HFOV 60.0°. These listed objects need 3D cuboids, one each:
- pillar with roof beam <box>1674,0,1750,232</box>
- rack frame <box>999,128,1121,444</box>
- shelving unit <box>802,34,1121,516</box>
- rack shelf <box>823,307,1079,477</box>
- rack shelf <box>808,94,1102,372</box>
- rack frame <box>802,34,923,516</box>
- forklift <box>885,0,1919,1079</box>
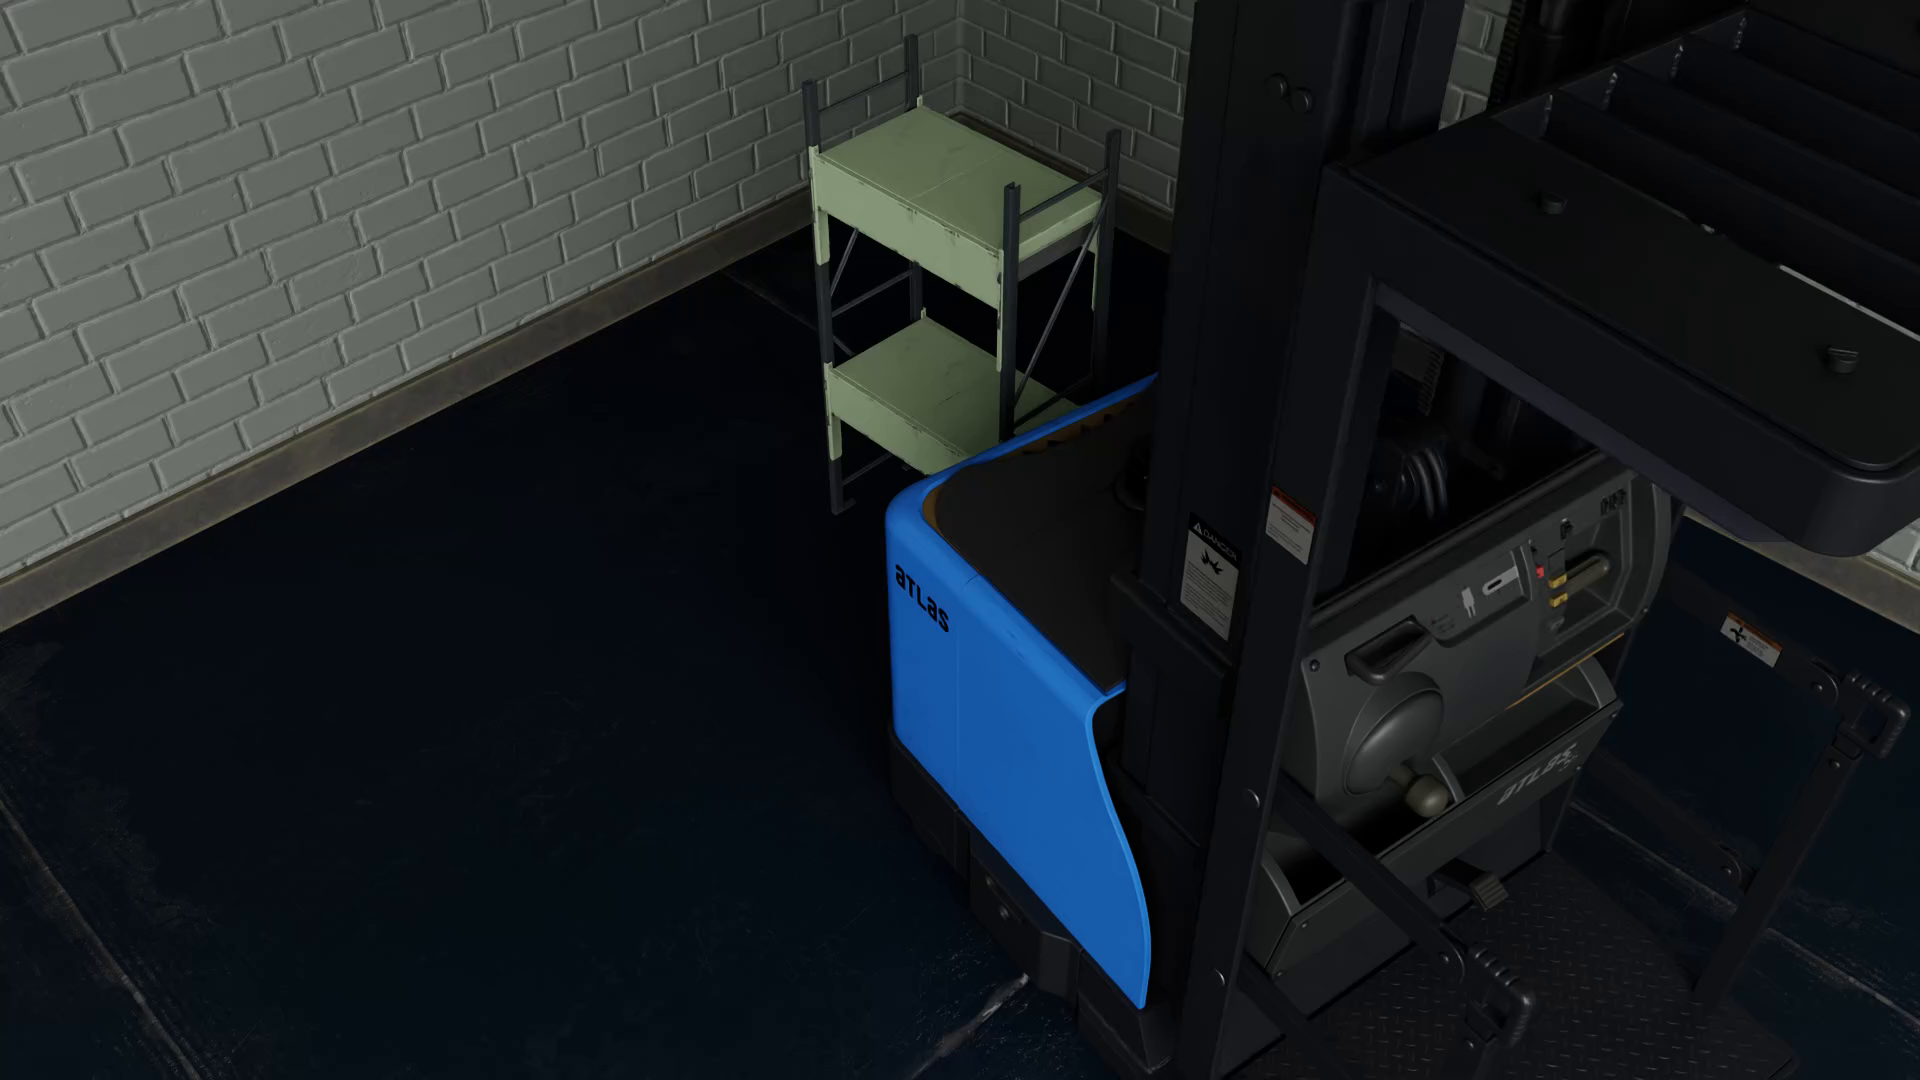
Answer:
[{"bbox_3d":[-1.031,-1.418,0.153,9.100,9.000,0.400,-34,53,-31],"label":"pillar with roof beam"},{"bbox_3d":[0.254,-0.378,4.554,0.400,1.500,0.023,-34,53,-31],"label":"rack frame"},{"bbox_3d":[-0.005,-0.554,4.744,0.431,1.500,0.755,-34,53,-31],"label":"shelving unit"},{"bbox_3d":[-0.005,-0.315,4.966,0.431,0.370,0.720,-34,53,-31],"label":"rack shelf"},{"bbox_3d":[-0.005,-0.841,4.480,0.431,0.370,0.720,-34,53,-31],"label":"rack shelf"},{"bbox_3d":[-0.263,-0.730,4.935,0.400,1.500,0.023,-34,53,-31],"label":"rack frame"},{"bbox_3d":[1.075,0.239,2.832,1.130,2.935,3.031,-26,49,-25],"label":"forklift"}]
